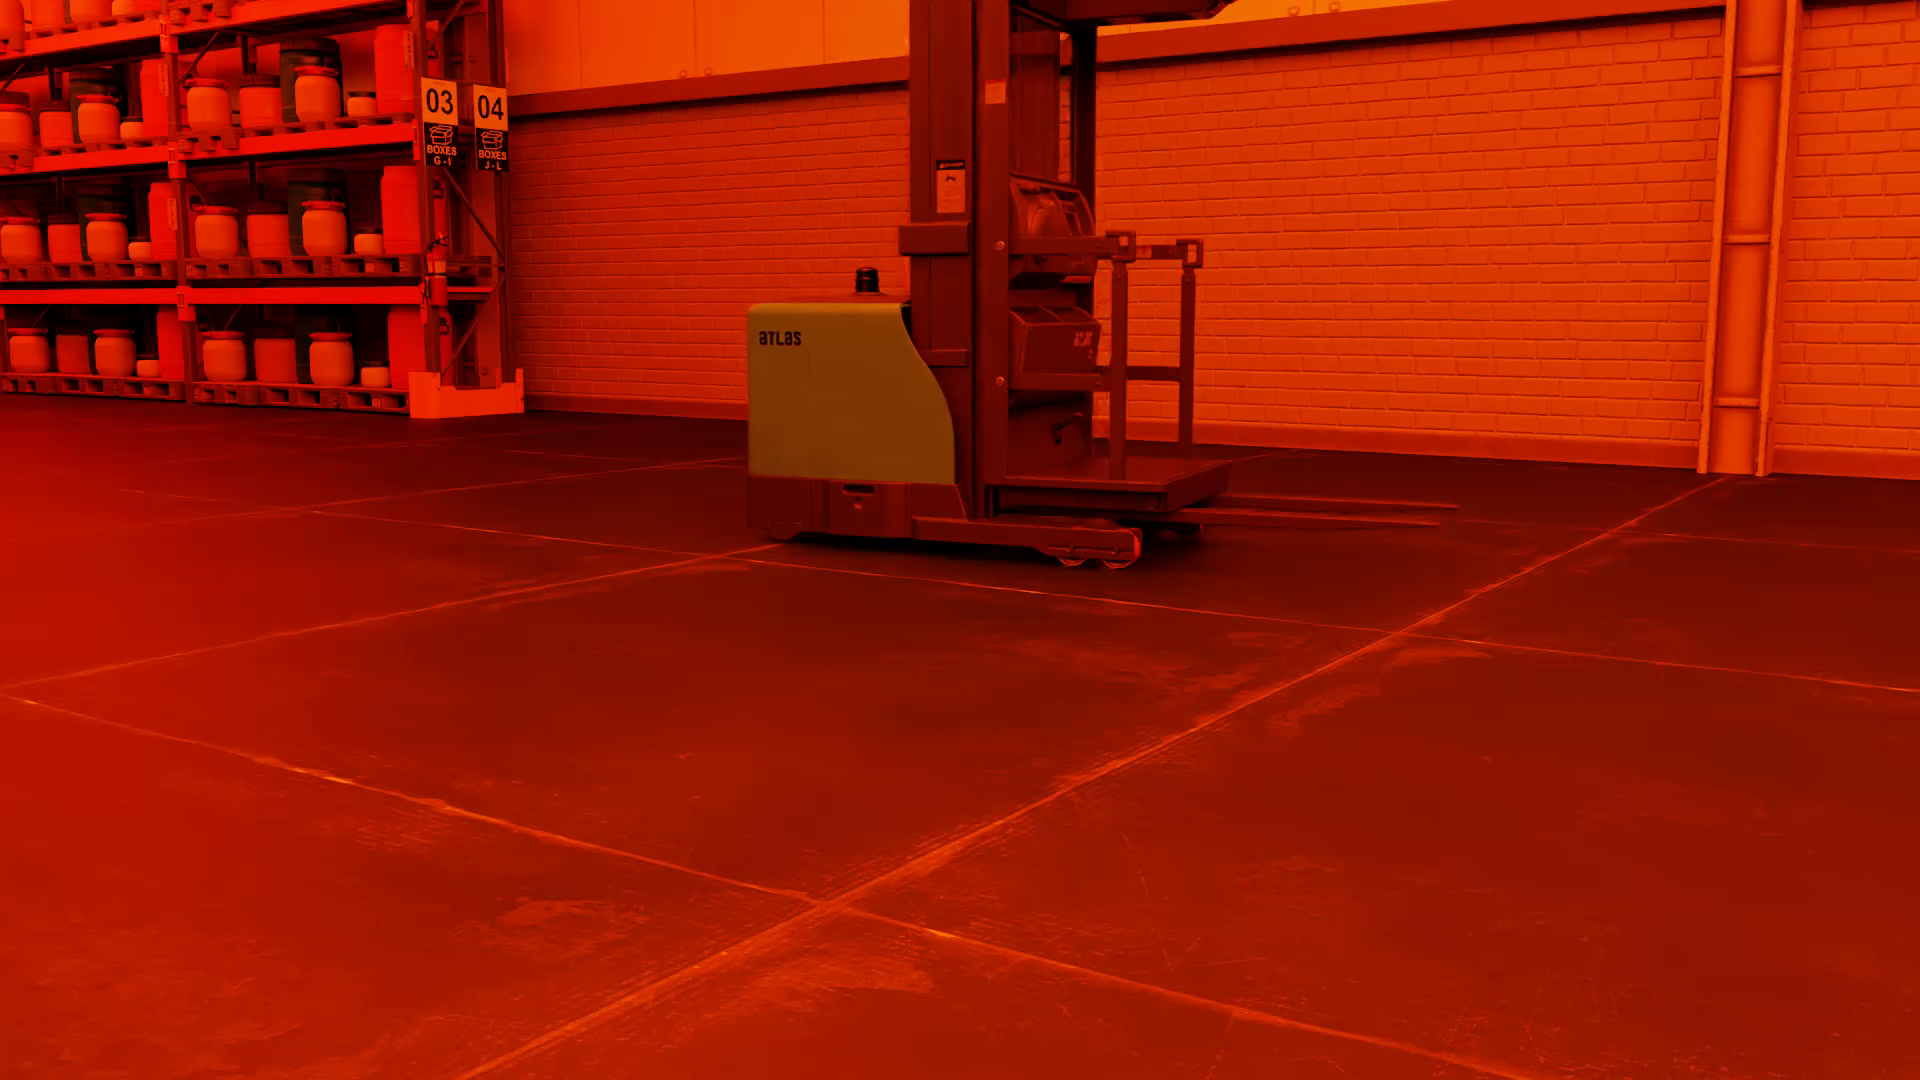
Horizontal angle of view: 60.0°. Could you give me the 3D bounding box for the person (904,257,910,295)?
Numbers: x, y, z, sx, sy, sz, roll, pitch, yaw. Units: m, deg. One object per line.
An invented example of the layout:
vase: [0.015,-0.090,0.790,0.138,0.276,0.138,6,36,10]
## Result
person: [-0.178,-1.356,10.776,0.352,1.795,0.546,-2,8,-13]

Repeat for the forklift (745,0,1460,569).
forklift: [0.594,-1.417,7.157,3.031,2.935,1.130,4,9,23]
